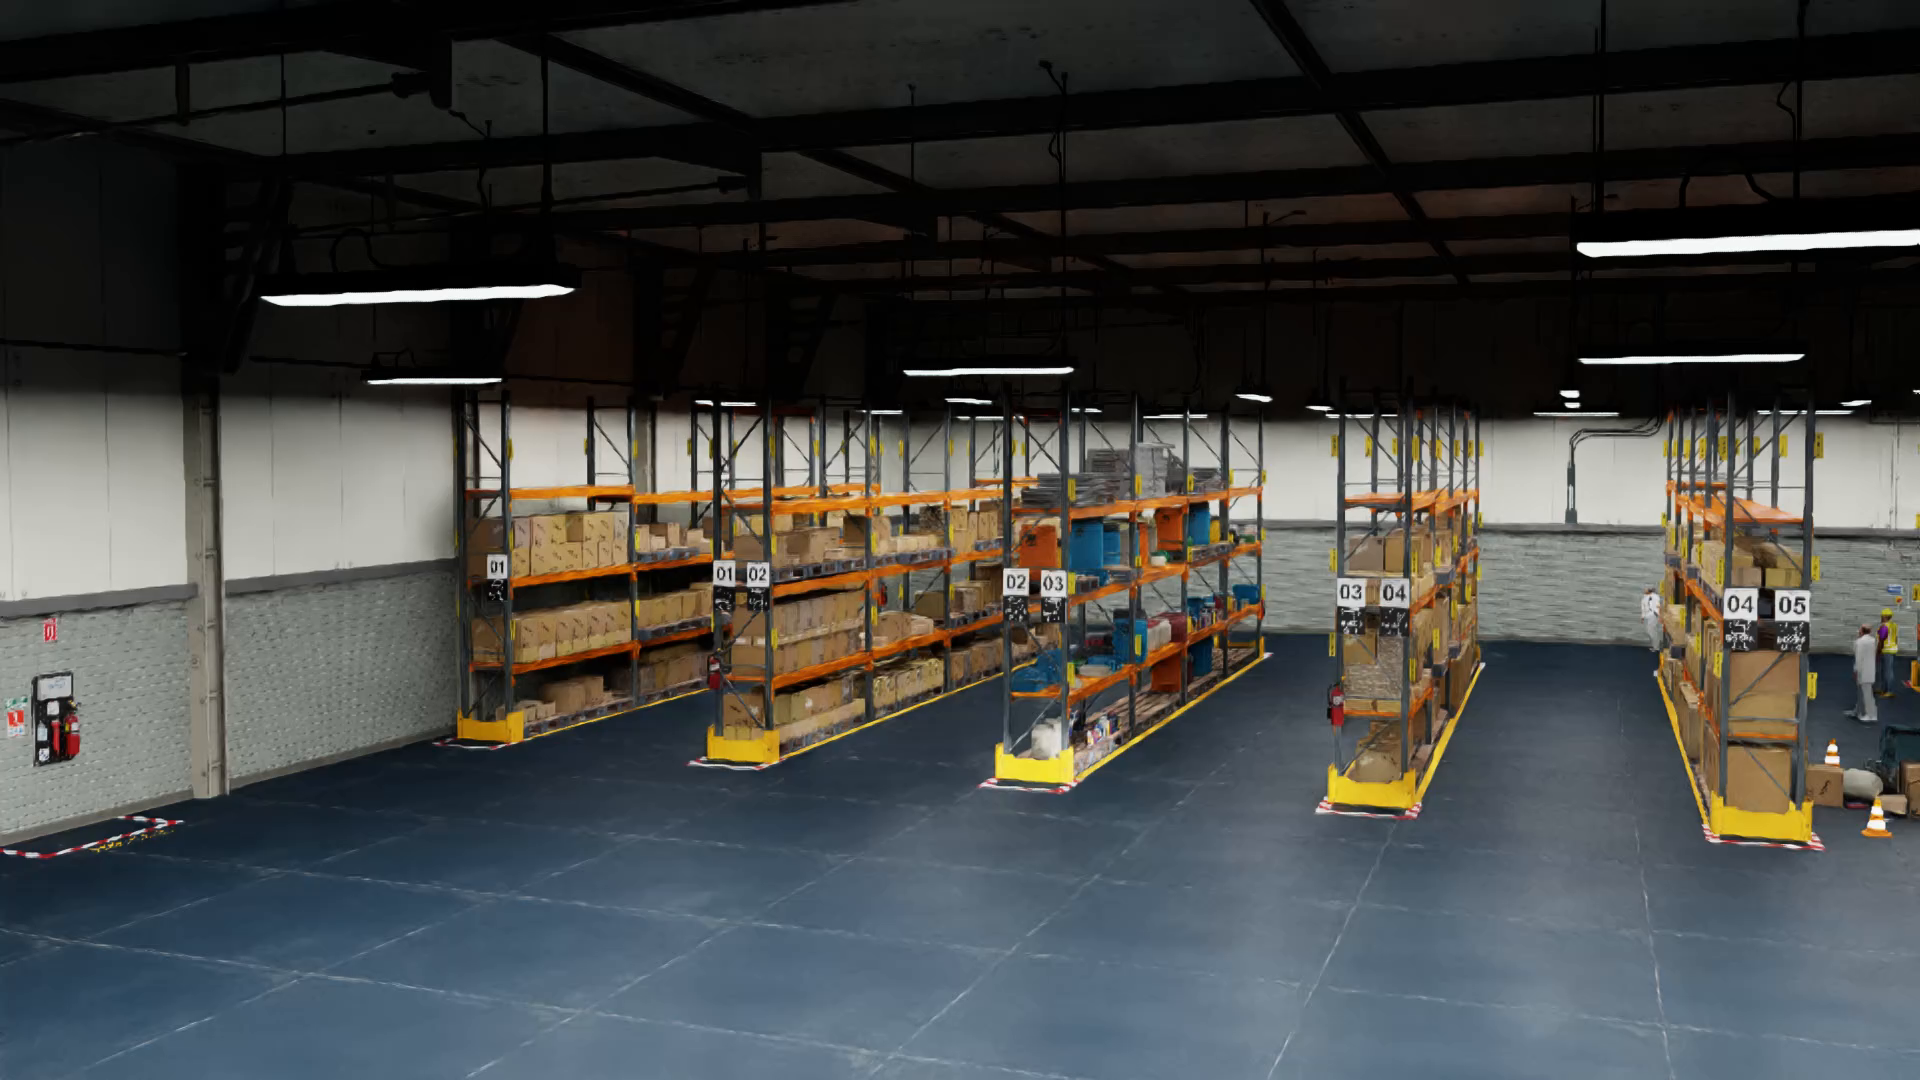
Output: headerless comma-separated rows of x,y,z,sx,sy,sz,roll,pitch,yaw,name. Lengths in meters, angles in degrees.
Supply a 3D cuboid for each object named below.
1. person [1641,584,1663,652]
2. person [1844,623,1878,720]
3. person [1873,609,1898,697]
17.102,1.910,41.068,0.475,1.654,0.608,-1,3,-11,person
16.661,2.405,30.707,0.643,1.773,0.672,3,4,44,person
18.632,2.259,33.514,0.673,1.763,0.577,-3,4,-42,person
